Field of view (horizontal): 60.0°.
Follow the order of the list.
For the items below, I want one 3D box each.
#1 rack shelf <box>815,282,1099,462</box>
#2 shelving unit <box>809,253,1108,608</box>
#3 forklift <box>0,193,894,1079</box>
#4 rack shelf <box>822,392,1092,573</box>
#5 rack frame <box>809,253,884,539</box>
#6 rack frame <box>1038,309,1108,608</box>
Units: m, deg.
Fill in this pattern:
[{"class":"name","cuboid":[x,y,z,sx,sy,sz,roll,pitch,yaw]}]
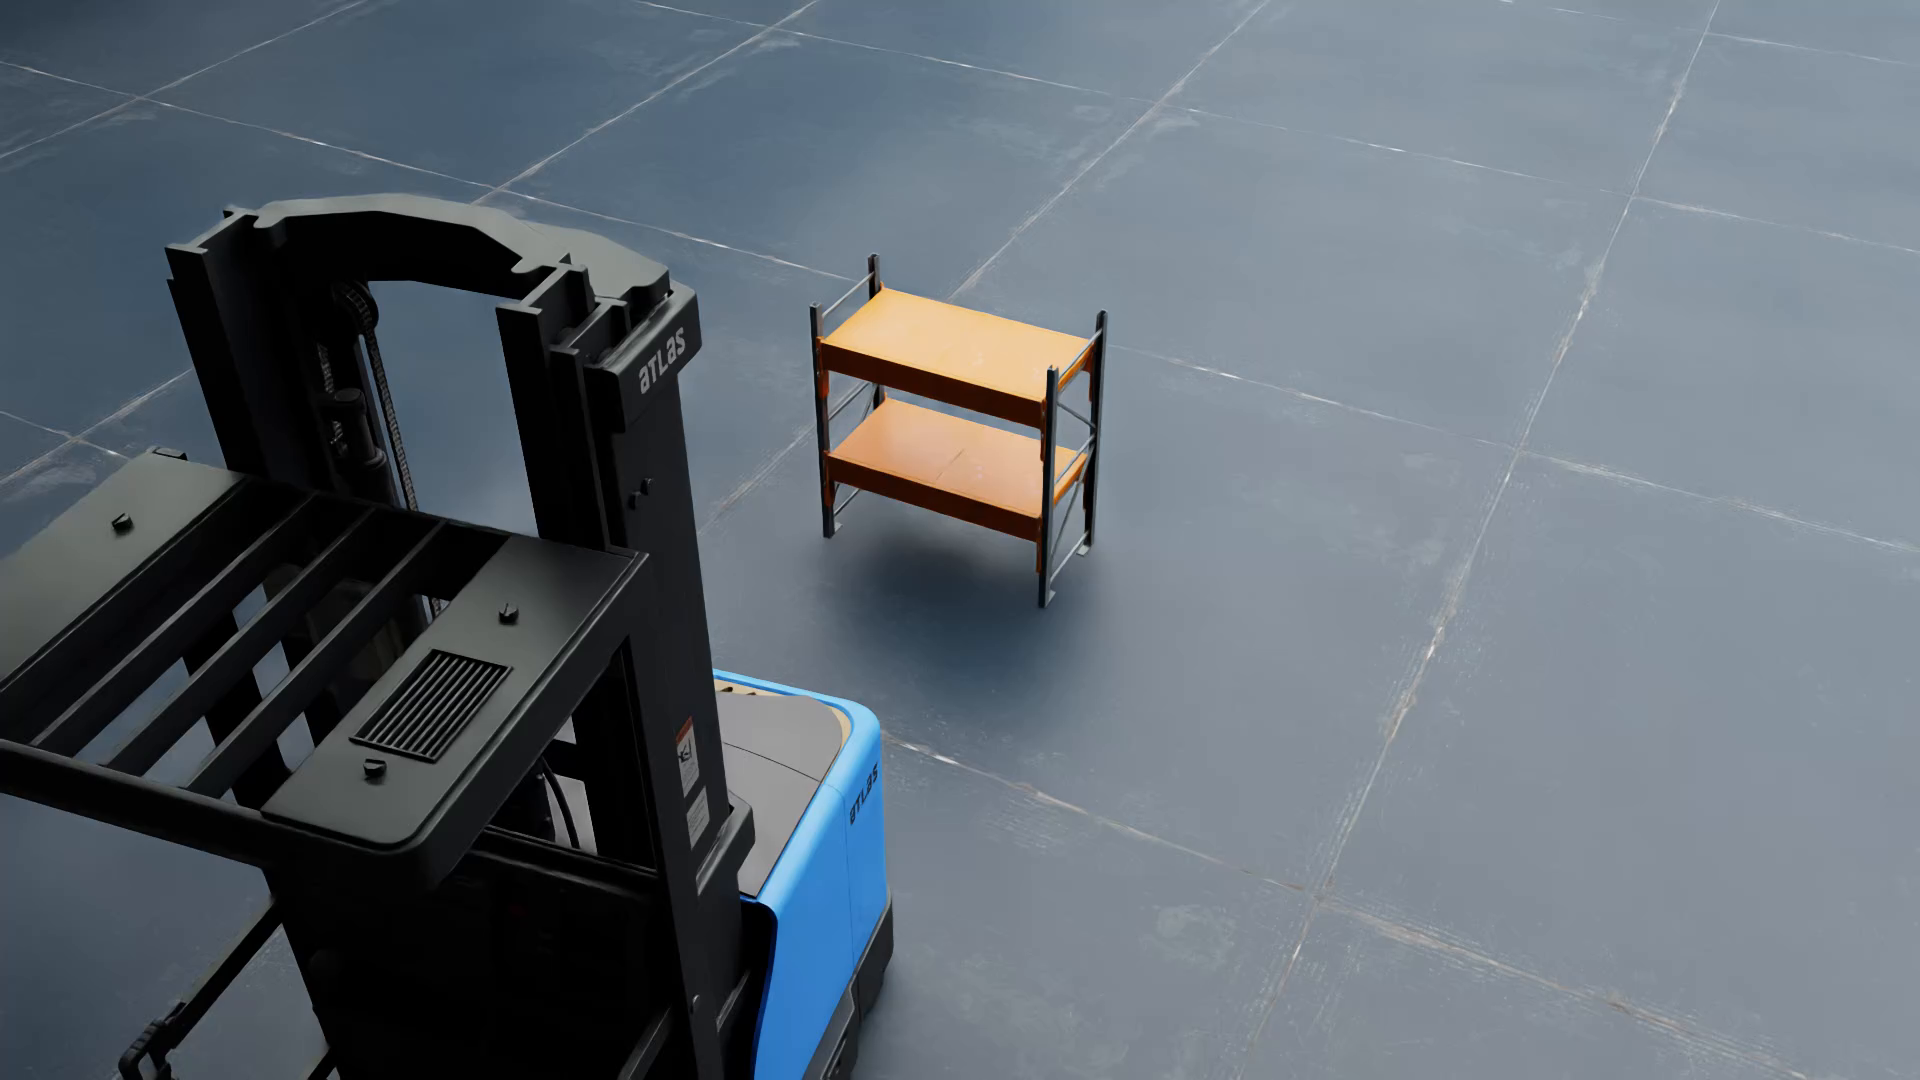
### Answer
[{"class":"rack shelf","cuboid":[-0.006,-0.683,6.608,1.000,0.278,0.538,17,41,21]},{"class":"shelving unit","cuboid":[-0.006,-0.450,6.785,1.048,1.125,0.538,17,41,21]},{"class":"forklift","cuboid":[-1.166,0.911,3.498,1.130,2.935,3.031,12,39,15]},{"class":"rack shelf","cuboid":[-0.006,-0.255,6.933,1.000,0.278,0.538,17,41,21]},{"class":"rack frame","cuboid":[-0.457,-0.591,6.971,0.032,1.125,0.500,17,41,21]},{"class":"rack frame","cuboid":[0.445,-0.309,6.599,0.032,1.125,0.500,17,41,21]}]
